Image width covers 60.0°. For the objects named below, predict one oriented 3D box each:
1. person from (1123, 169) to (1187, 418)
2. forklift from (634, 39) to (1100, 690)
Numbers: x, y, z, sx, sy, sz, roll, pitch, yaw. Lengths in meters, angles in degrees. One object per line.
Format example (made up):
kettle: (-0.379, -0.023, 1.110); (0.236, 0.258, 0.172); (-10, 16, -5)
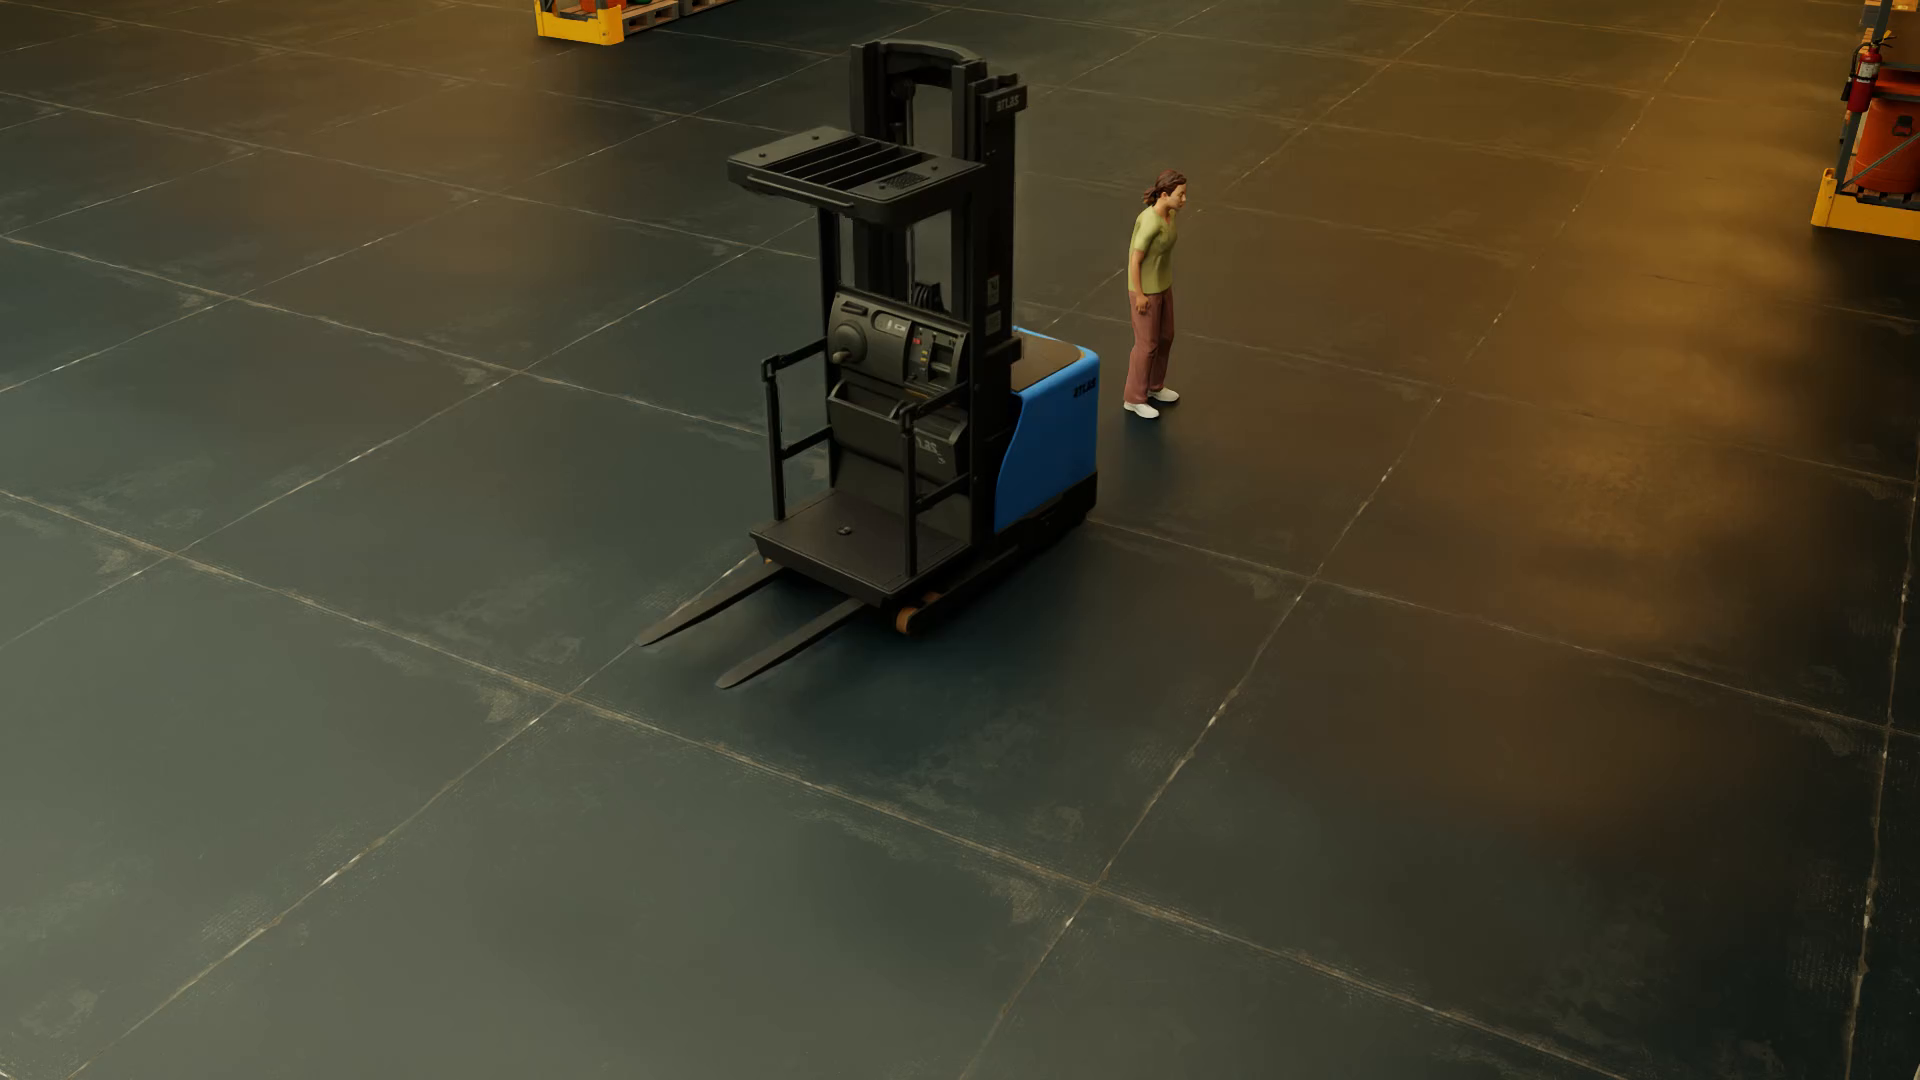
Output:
person: (1.322, -1.690, 11.260); (0.360, 1.671, 0.507); (16, 34, 26)
forklift: (-0.479, -1.026, 8.848); (1.130, 2.935, 3.031); (22, 37, 33)
